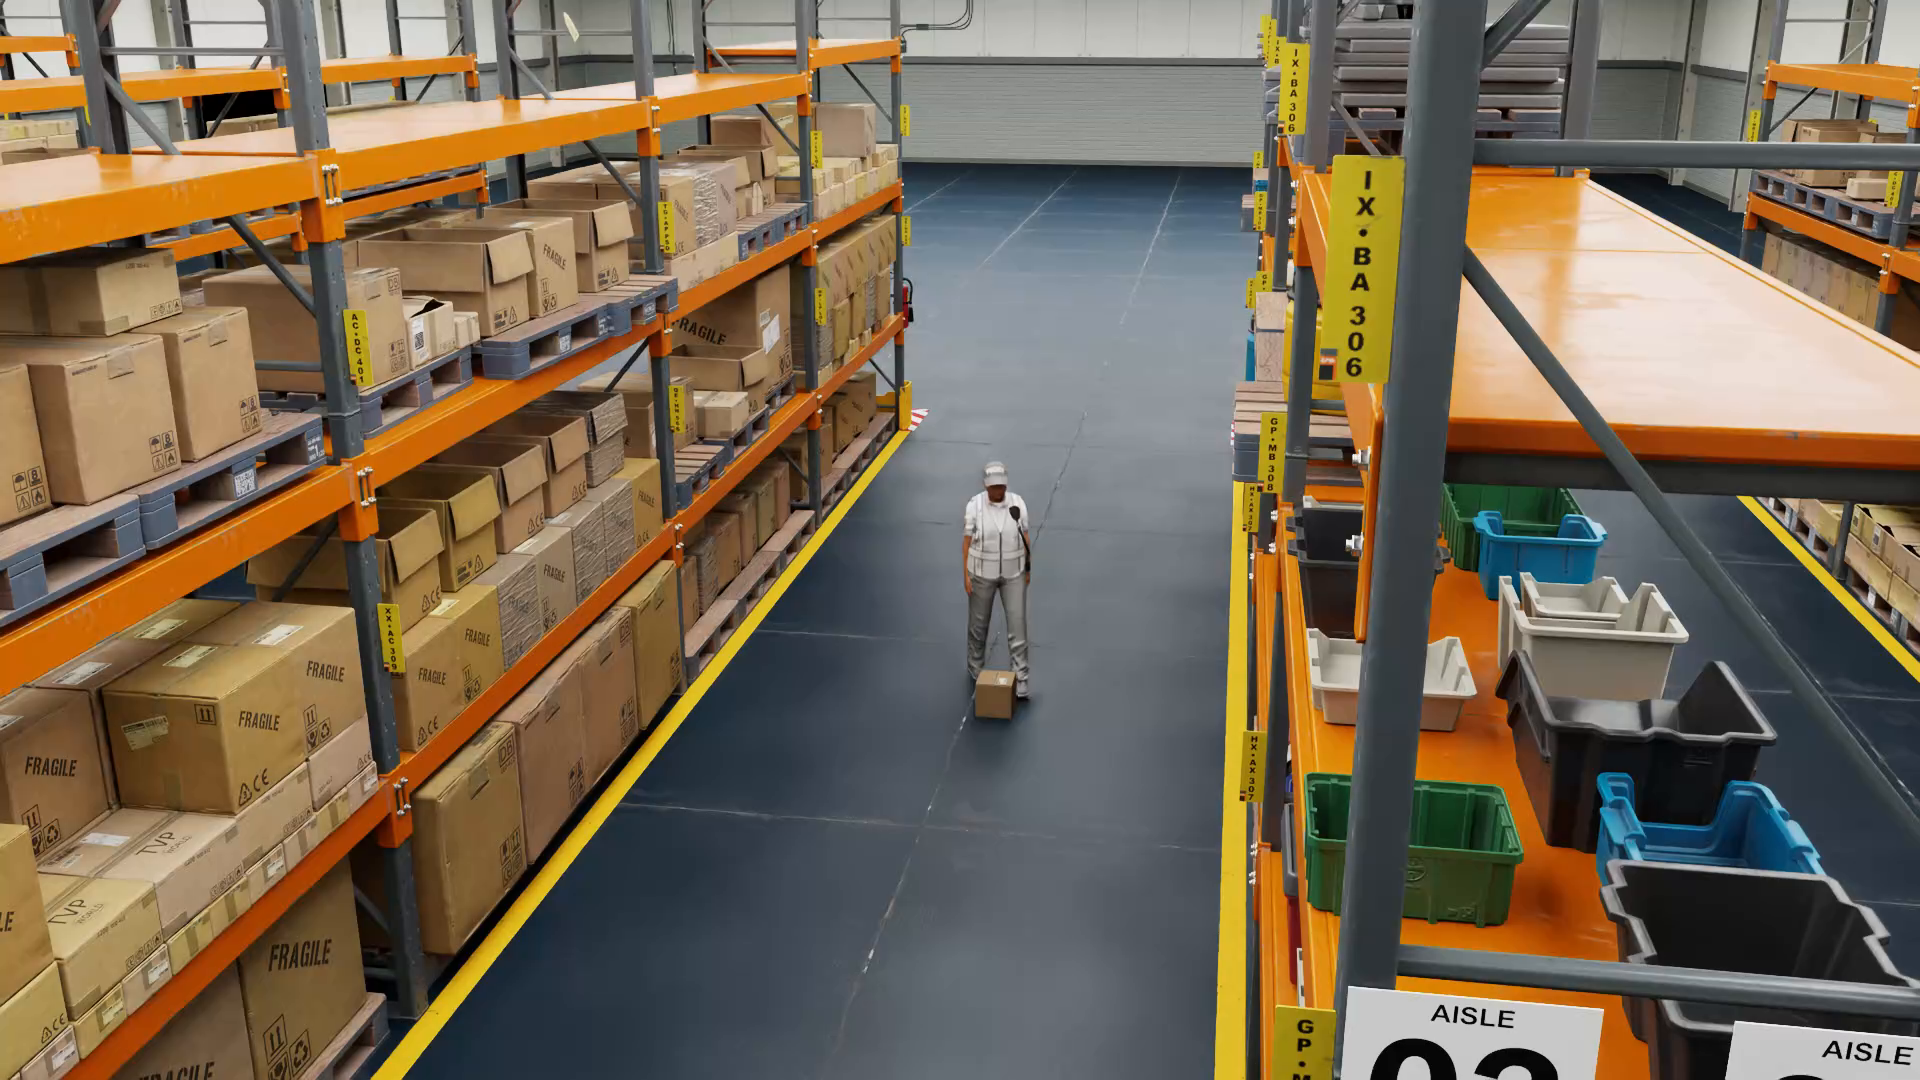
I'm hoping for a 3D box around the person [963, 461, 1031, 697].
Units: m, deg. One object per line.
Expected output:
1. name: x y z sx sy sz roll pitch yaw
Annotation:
1. person: 0.275 0.265 11.736 0.487 1.661 0.643 -2 18 -6
